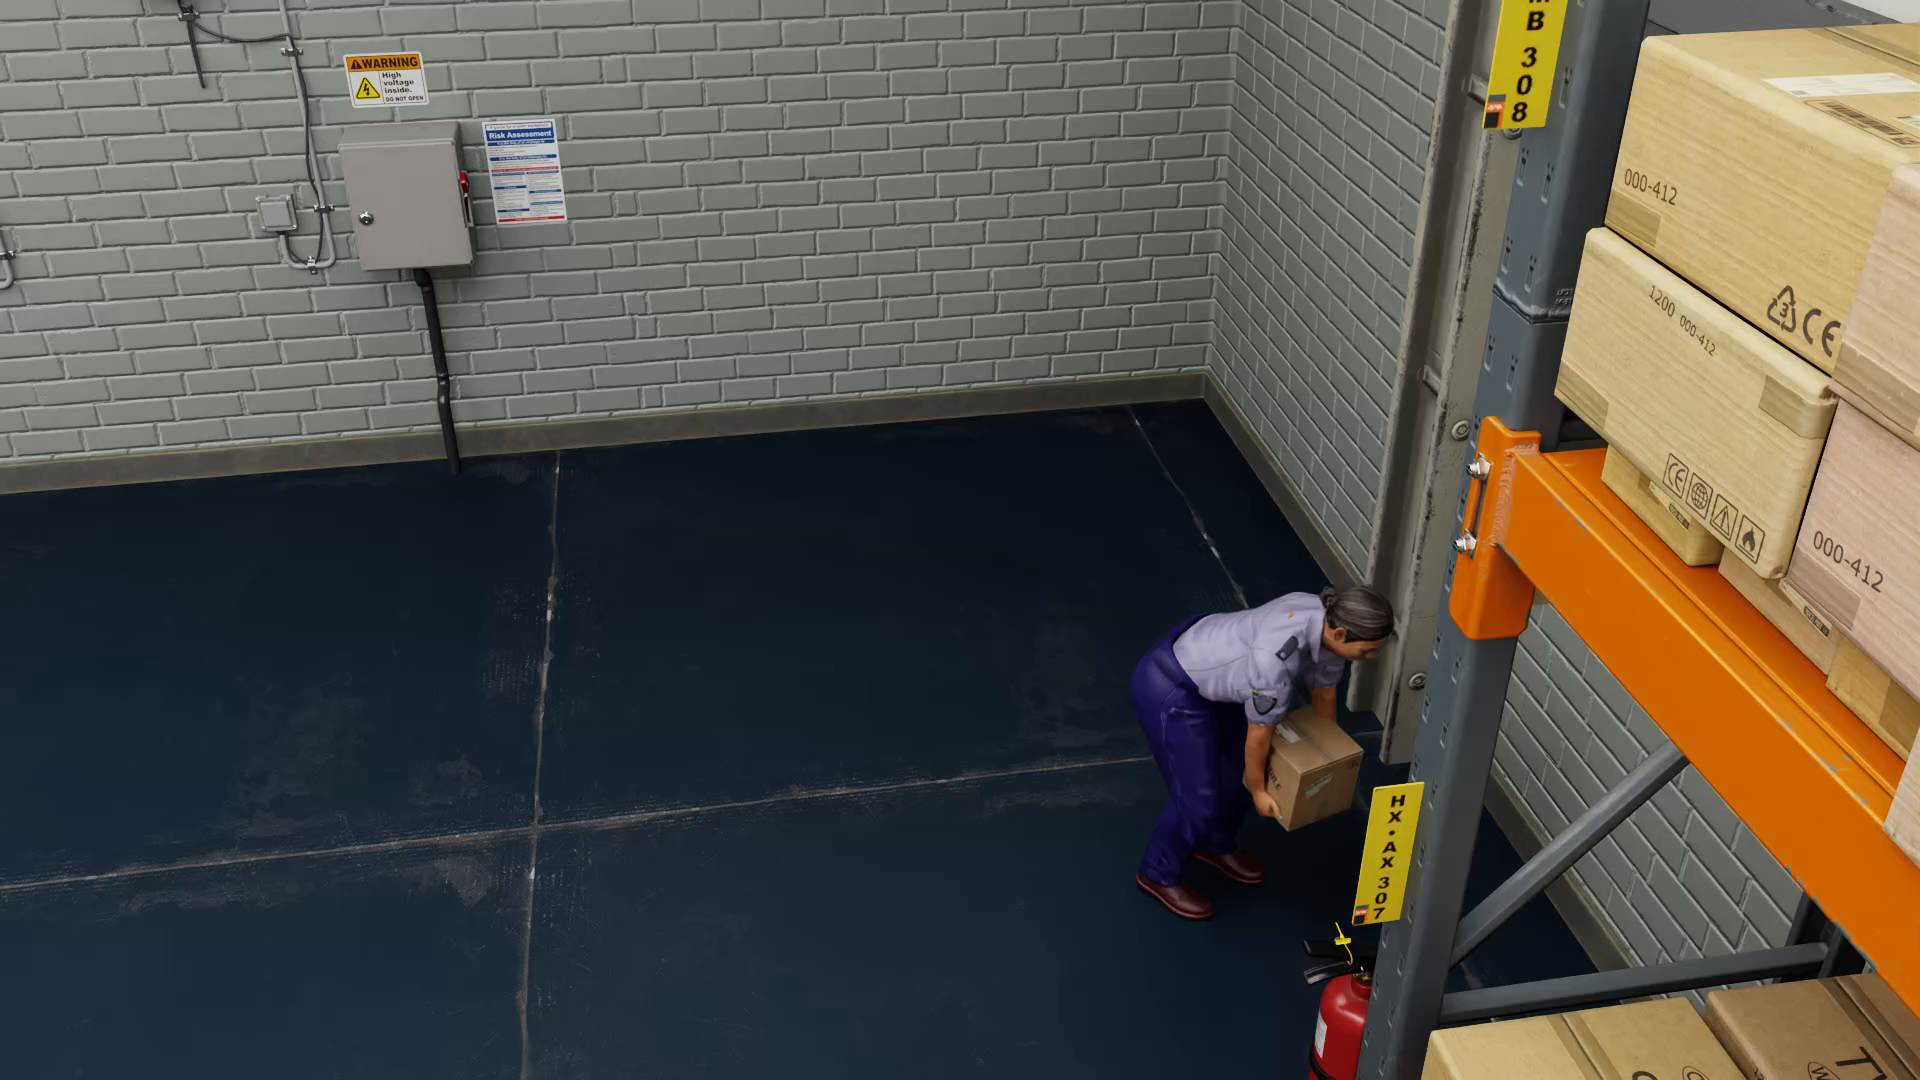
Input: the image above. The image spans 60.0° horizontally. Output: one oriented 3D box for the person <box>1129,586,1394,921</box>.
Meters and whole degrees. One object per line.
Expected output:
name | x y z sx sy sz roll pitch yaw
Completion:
person | 0.938 0.647 5.360 0.793 1.352 0.452 21 37 31
